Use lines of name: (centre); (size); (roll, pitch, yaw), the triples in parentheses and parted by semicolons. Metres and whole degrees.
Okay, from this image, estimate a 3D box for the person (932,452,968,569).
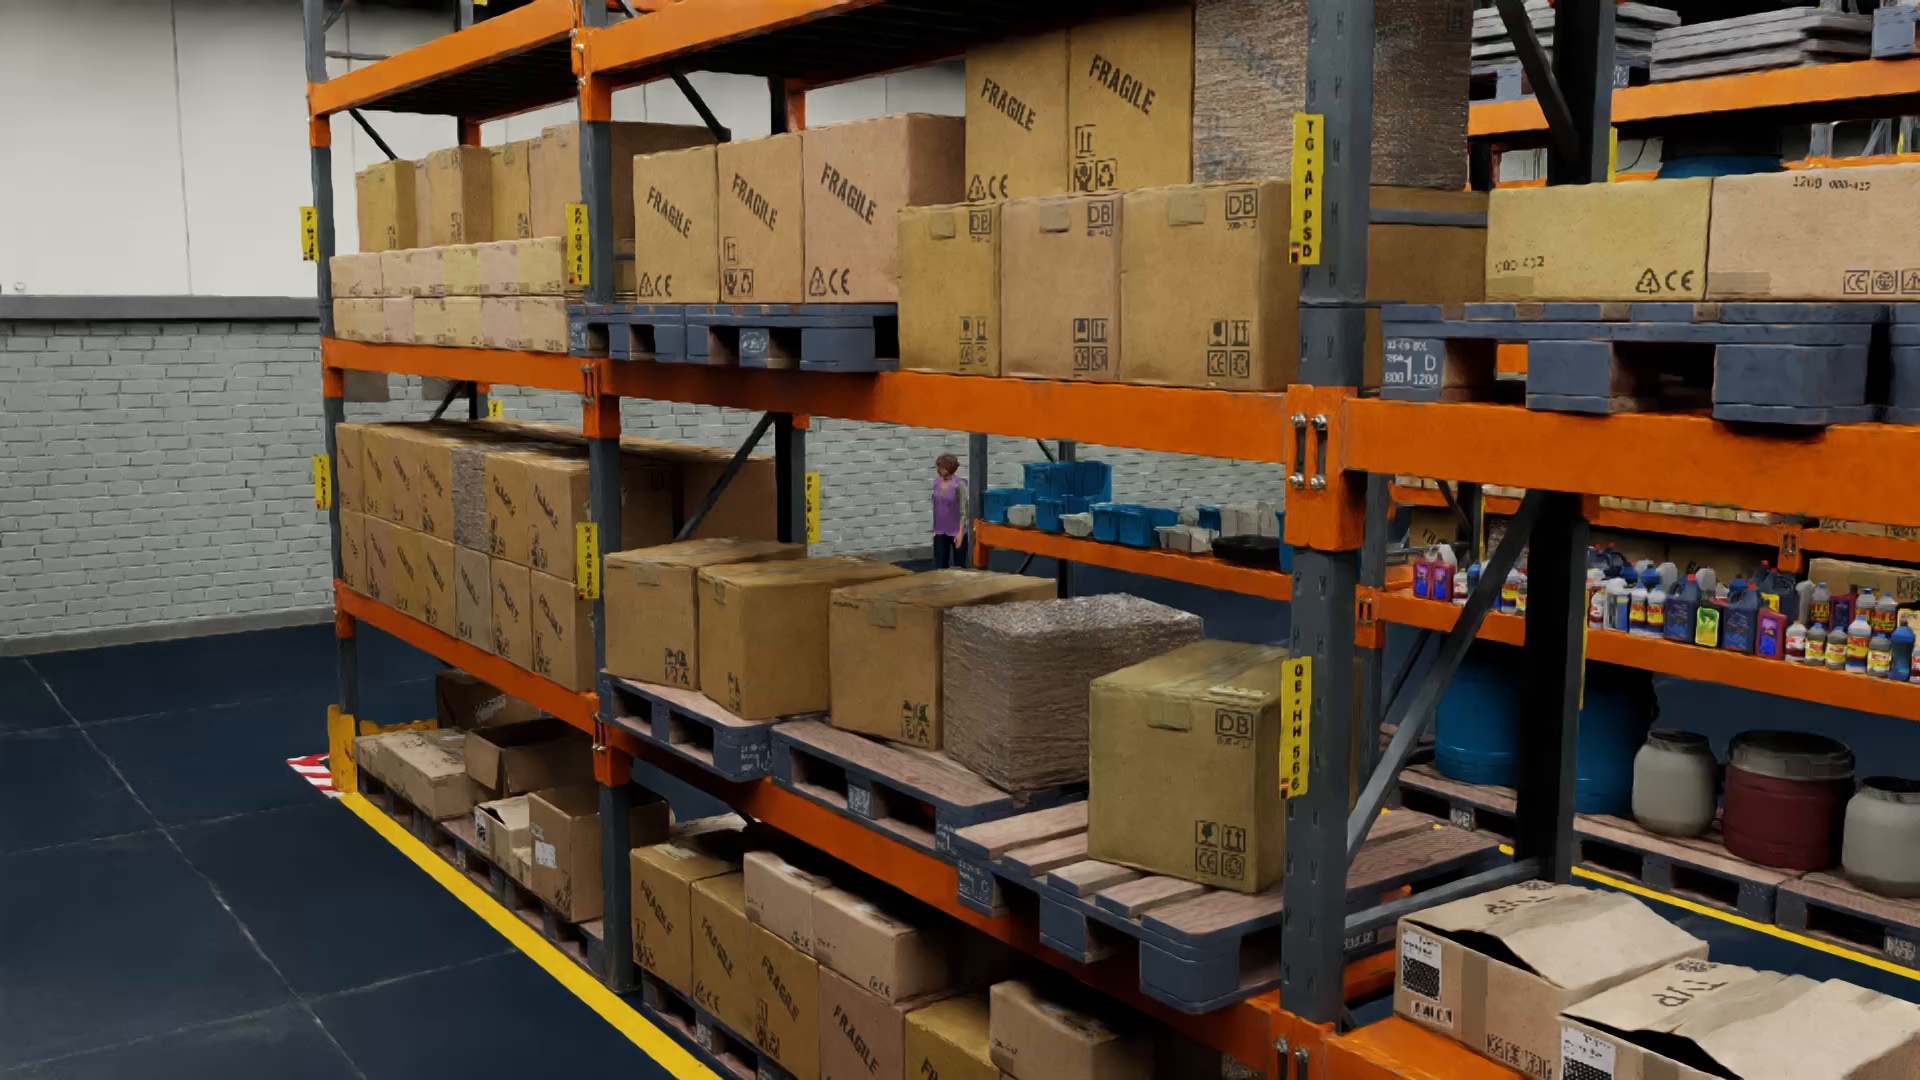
person: (-0.086, -0.050, 16.215); (0.422, 1.591, 0.463); (4, 9, 29)
